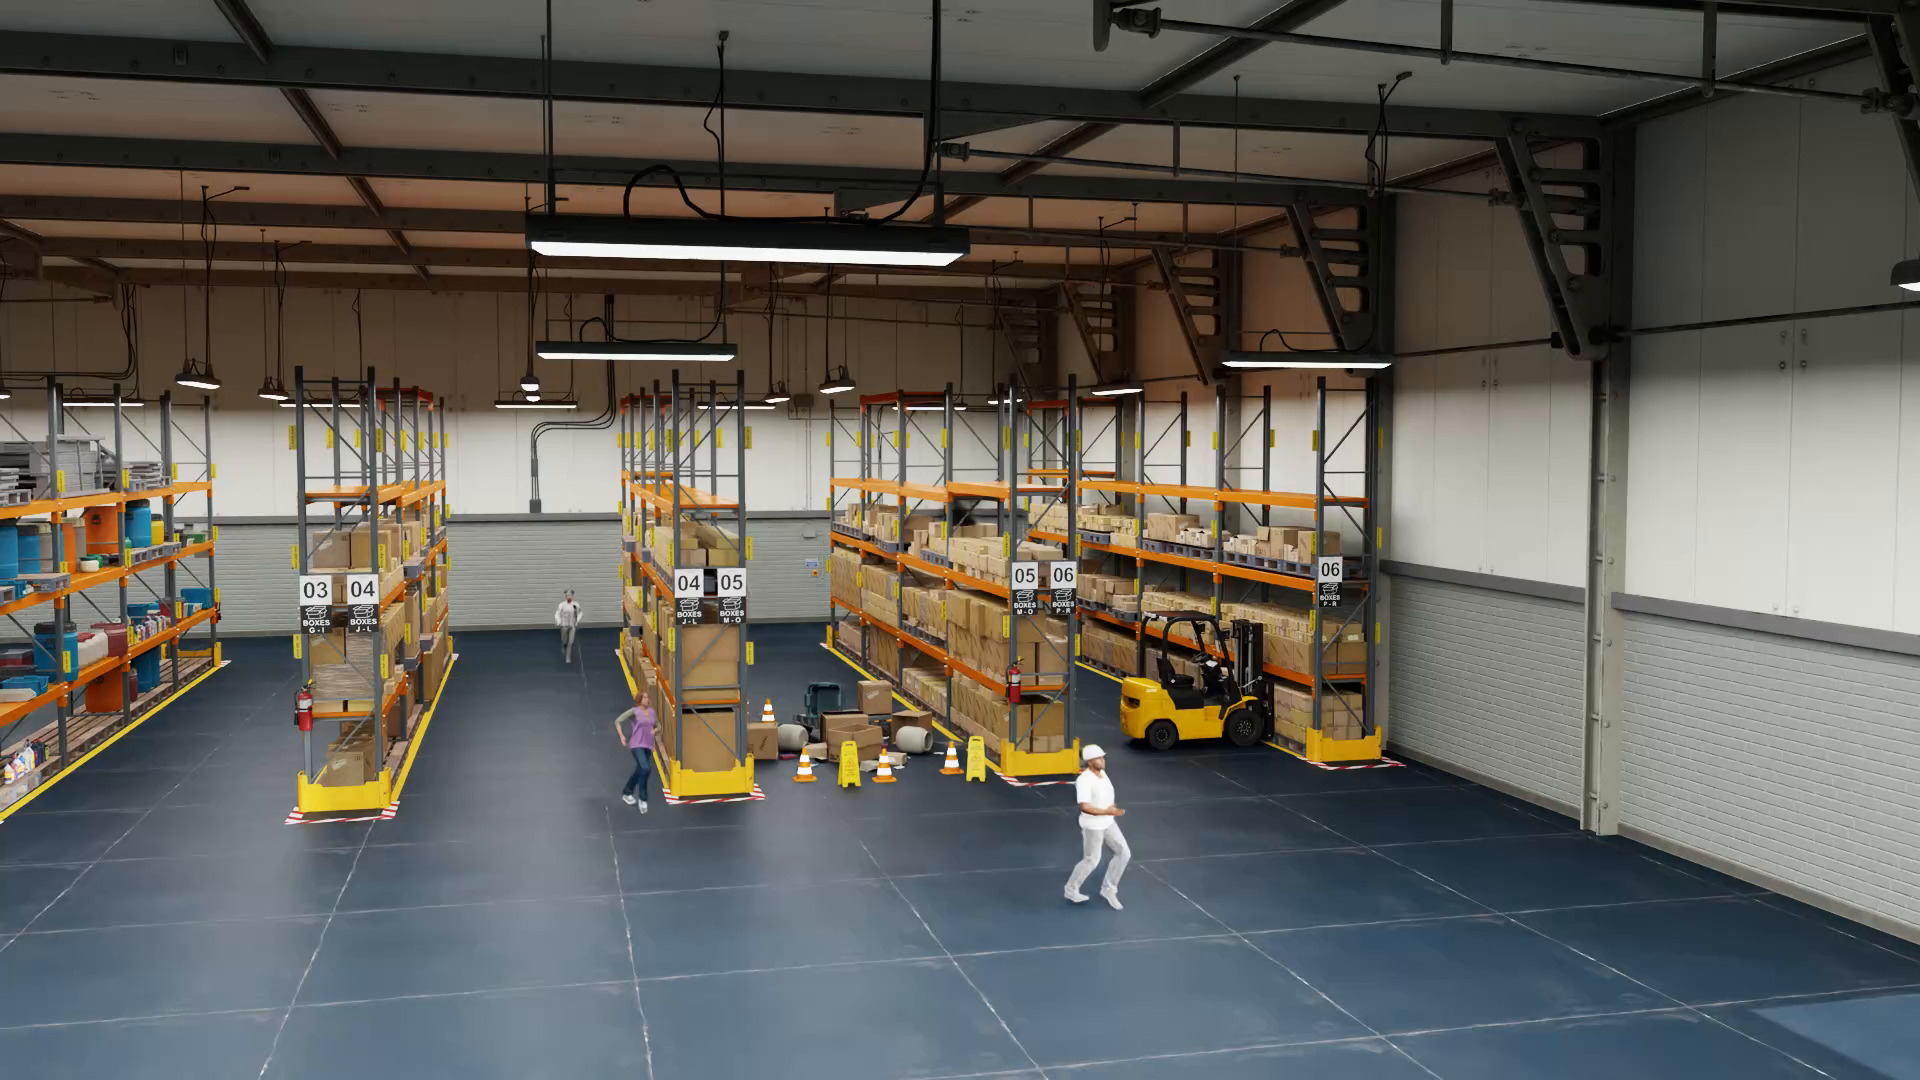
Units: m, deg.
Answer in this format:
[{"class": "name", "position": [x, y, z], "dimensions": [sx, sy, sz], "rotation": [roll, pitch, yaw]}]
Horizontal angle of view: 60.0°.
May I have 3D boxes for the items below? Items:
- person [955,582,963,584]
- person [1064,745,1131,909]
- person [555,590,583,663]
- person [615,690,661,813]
[{"class": "person", "position": [0.005, 1.874, 37.791], "dimensions": [0.632, 1.848, 0.783], "rotation": [-2, 4, -29]}, {"class": "person", "position": [1.479, 3.079, 17.844], "dimensions": [0.734, 1.790, 0.707], "rotation": [2, 4, 32]}, {"class": "person", "position": [-8.847, 1.940, 37.666], "dimensions": [0.617, 1.659, 0.628], "rotation": [-1, 4, -13]}, {"class": "person", "position": [-4.361, 2.865, 22.661], "dimensions": [0.615, 1.636, 0.570], "rotation": [2, 4, 36]}]
